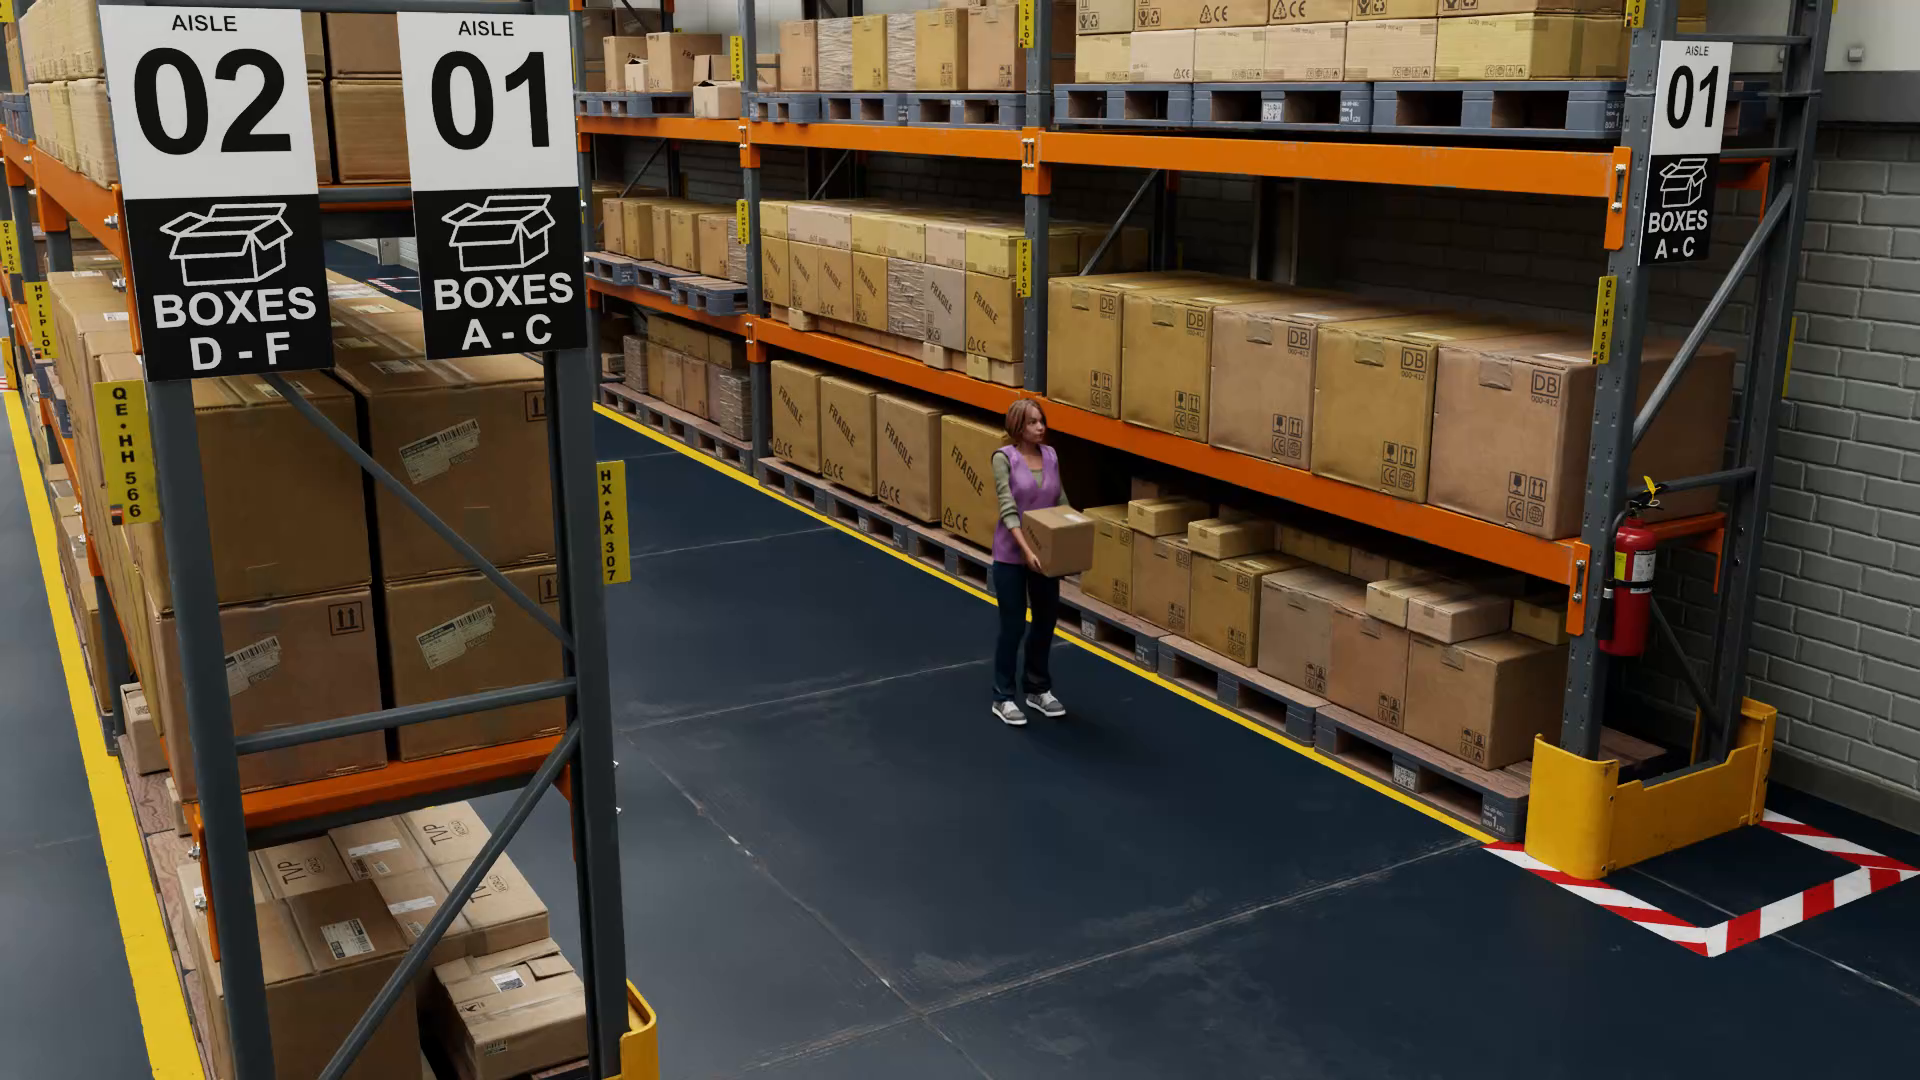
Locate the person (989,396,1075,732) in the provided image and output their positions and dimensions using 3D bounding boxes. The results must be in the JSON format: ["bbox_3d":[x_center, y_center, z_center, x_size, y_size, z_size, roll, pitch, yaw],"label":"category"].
[{"bbox_3d":[0.350,0.109,8.119,0.457,1.601,0.431,-9,17,-30],"label":"person"}]
